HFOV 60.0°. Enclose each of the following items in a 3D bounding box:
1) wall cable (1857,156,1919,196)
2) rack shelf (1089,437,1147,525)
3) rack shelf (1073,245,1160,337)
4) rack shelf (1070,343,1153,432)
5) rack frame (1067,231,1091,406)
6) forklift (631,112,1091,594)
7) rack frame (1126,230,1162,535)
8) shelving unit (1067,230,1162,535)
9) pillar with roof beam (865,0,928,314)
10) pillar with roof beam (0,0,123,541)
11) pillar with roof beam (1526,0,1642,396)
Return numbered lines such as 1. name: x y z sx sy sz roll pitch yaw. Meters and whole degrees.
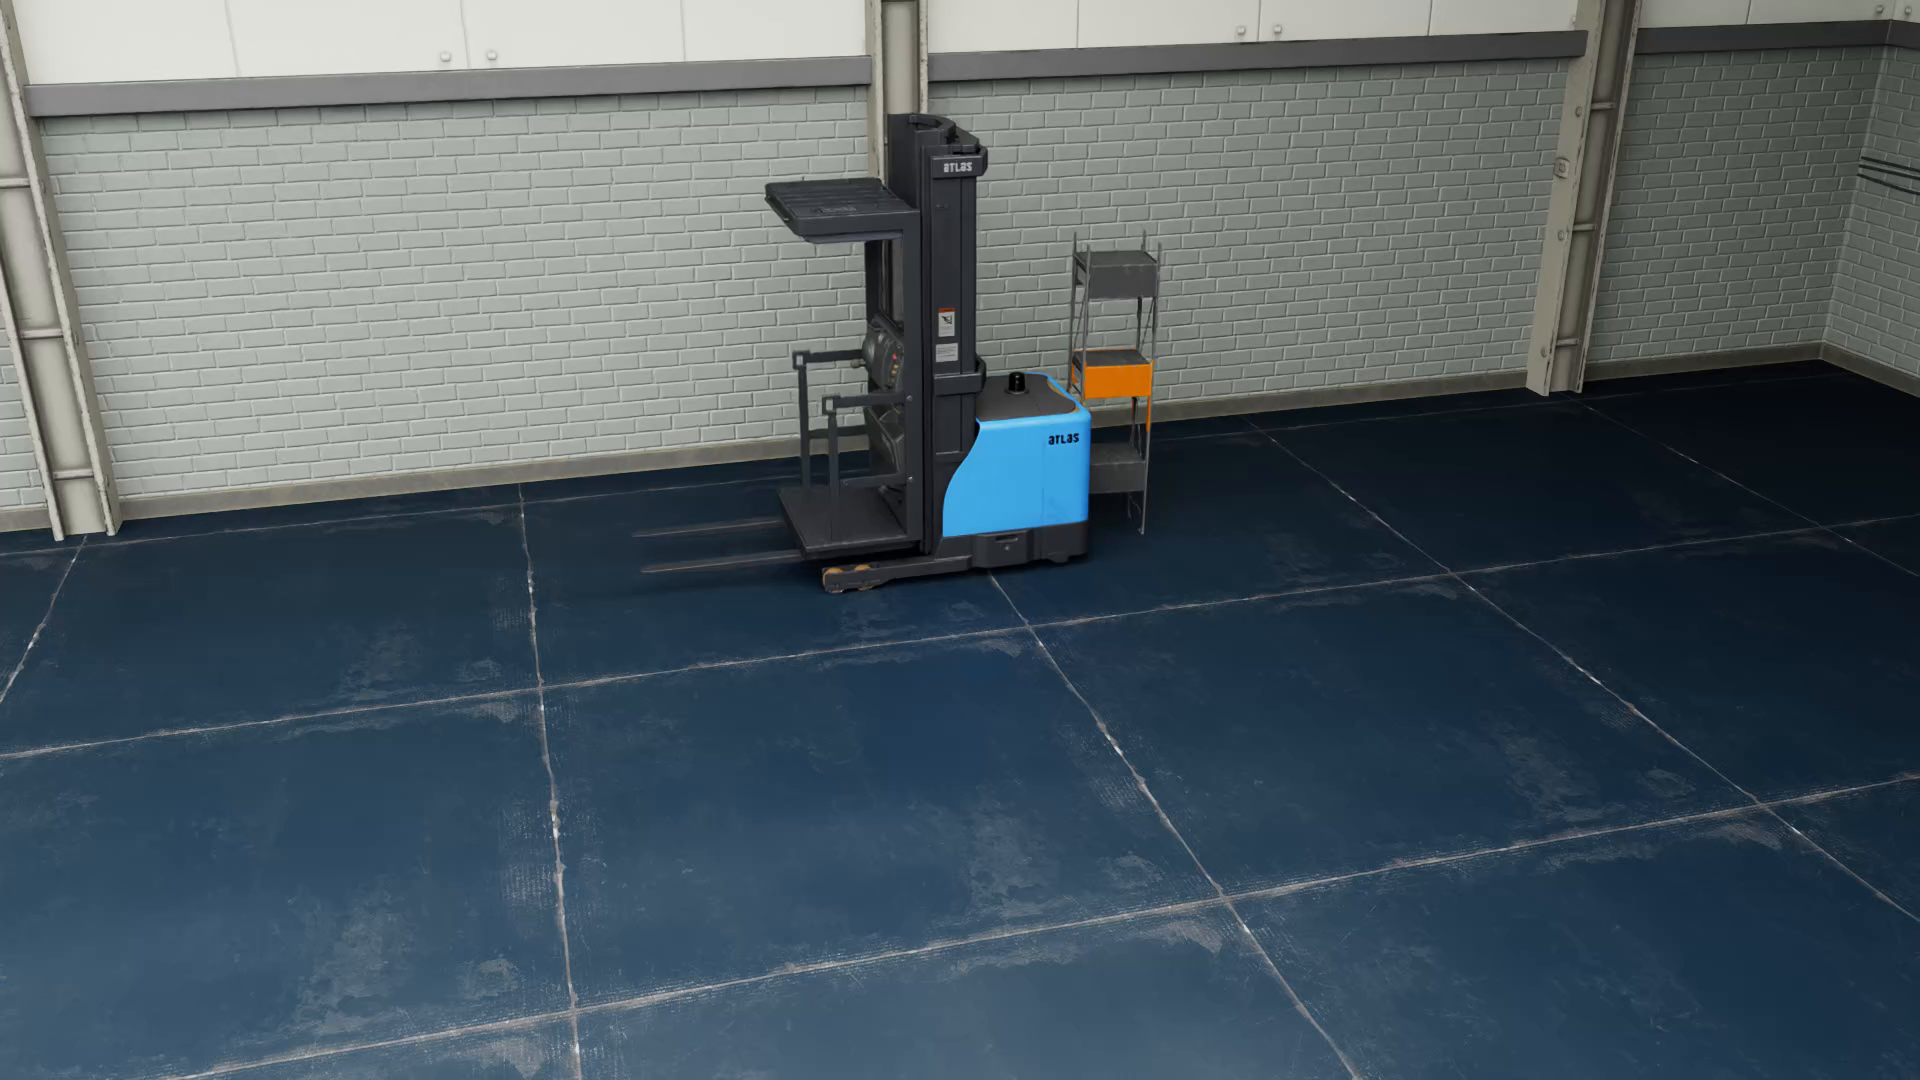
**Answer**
1. wall cable: 8.506 -3.873 13.302 0.112 2.526 3.097 -6 24 -14
2. rack shelf: 1.029 -0.409 11.840 0.480 0.518 0.431 -3 24 -10
3. rack shelf: 1.050 -1.696 11.289 0.480 0.518 0.431 -3 24 -10
4. rack shelf: 1.040 -1.052 11.565 0.480 0.518 0.431 -3 24 -10
5. rack frame: 0.800 -1.051 11.516 0.015 2.100 0.400 -3 24 -10
6. forklift: -0.688 -1.225 10.887 3.031 2.935 1.130 -6 24 -15
7. rack frame: 1.280 -1.079 11.602 0.015 2.100 0.400 -3 24 -10
8. shelving unit: 1.040 -1.065 11.559 0.503 2.100 0.431 -3 24 -10
9. pillar with roof beam: 0.698 -3.215 7.830 0.400 9.000 9.100 -6 24 -14
10. pillar with roof beam: -5.079 -2.576 6.340 0.400 9.000 9.100 -6 24 -14
11. pillar with roof beam: 6.475 -3.854 9.319 0.400 9.000 9.100 -6 24 -14
